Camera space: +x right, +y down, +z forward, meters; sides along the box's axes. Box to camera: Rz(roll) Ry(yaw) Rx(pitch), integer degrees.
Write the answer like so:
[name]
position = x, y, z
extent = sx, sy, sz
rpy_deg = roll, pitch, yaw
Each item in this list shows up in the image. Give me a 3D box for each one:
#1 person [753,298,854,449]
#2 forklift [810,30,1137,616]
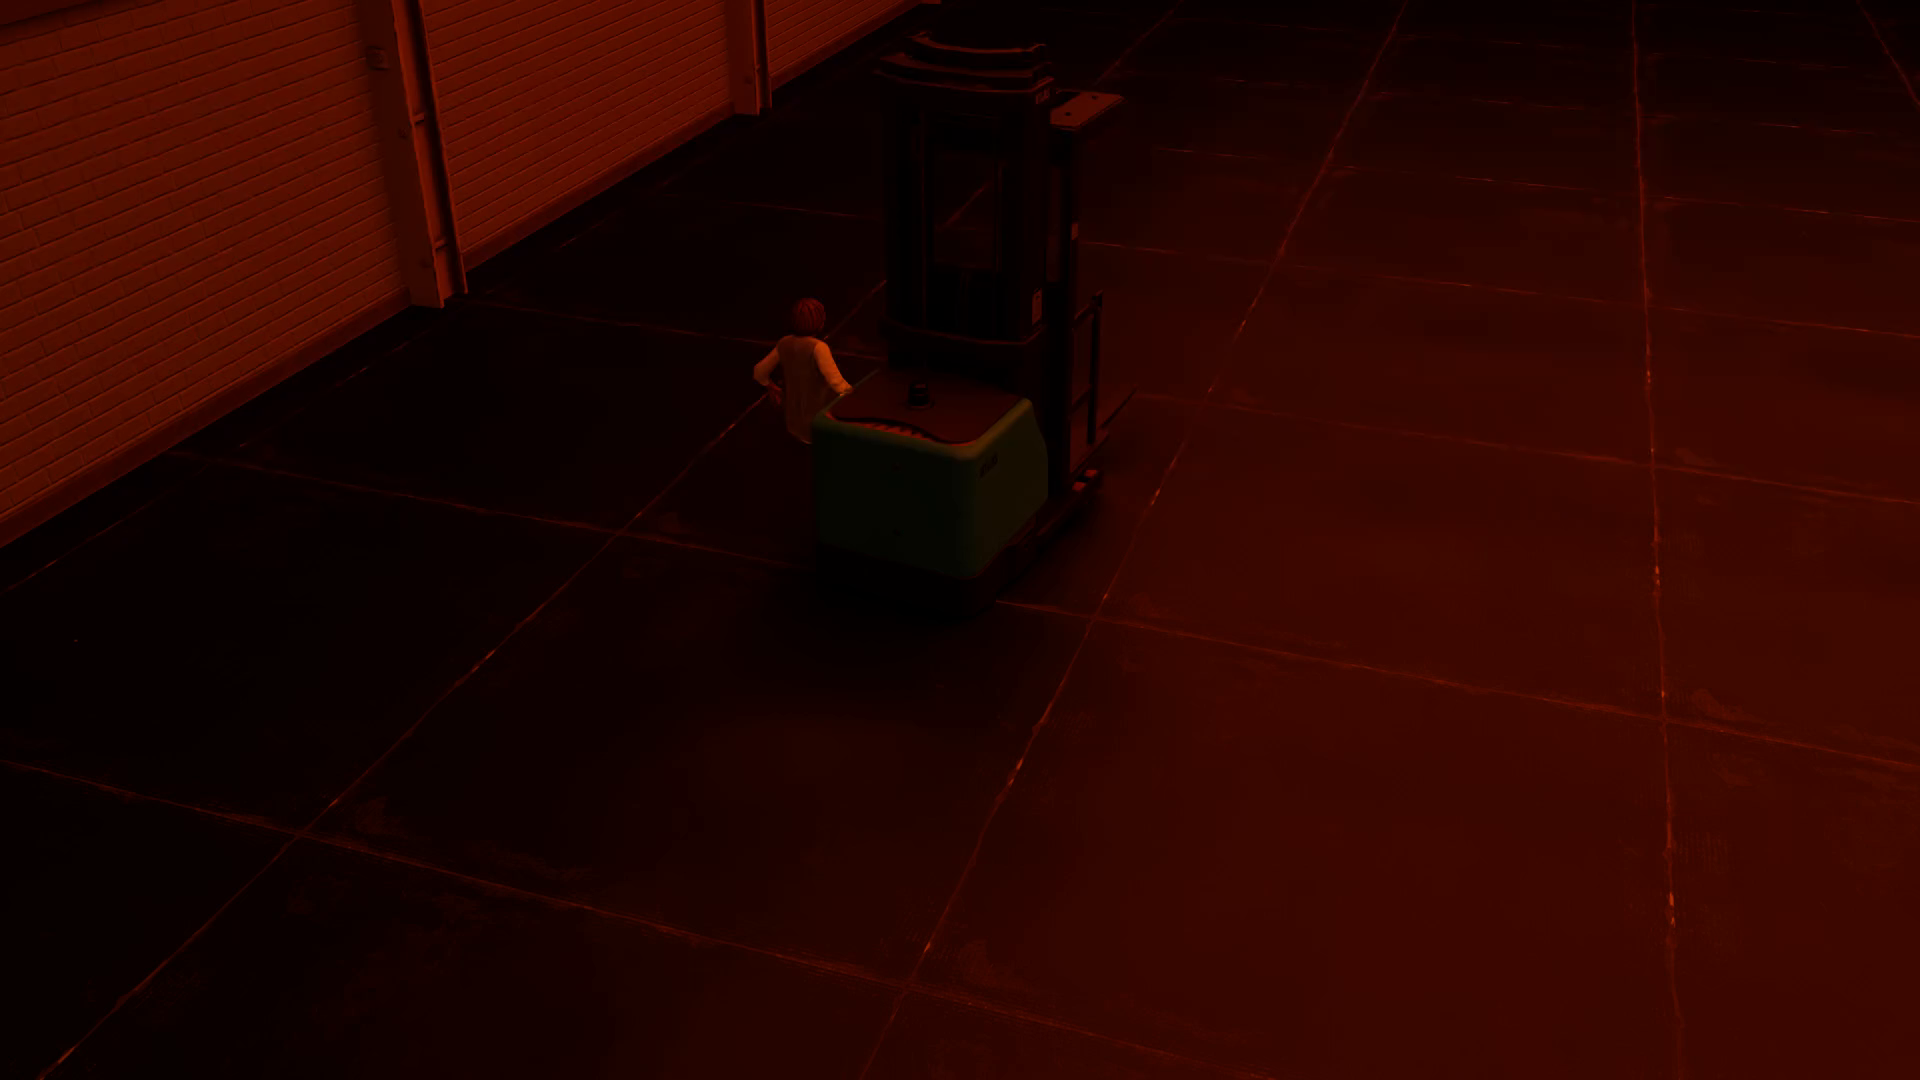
[person]
position = -0.763, -0.733, 9.876
extent = 0.794, 1.516, 0.651
rpy_deg = 26, 38, 37
[forklift]
position = 0.263, -1.560, 9.873
extent = 1.130, 2.935, 3.031
rpy_deg = 14, 32, 23
